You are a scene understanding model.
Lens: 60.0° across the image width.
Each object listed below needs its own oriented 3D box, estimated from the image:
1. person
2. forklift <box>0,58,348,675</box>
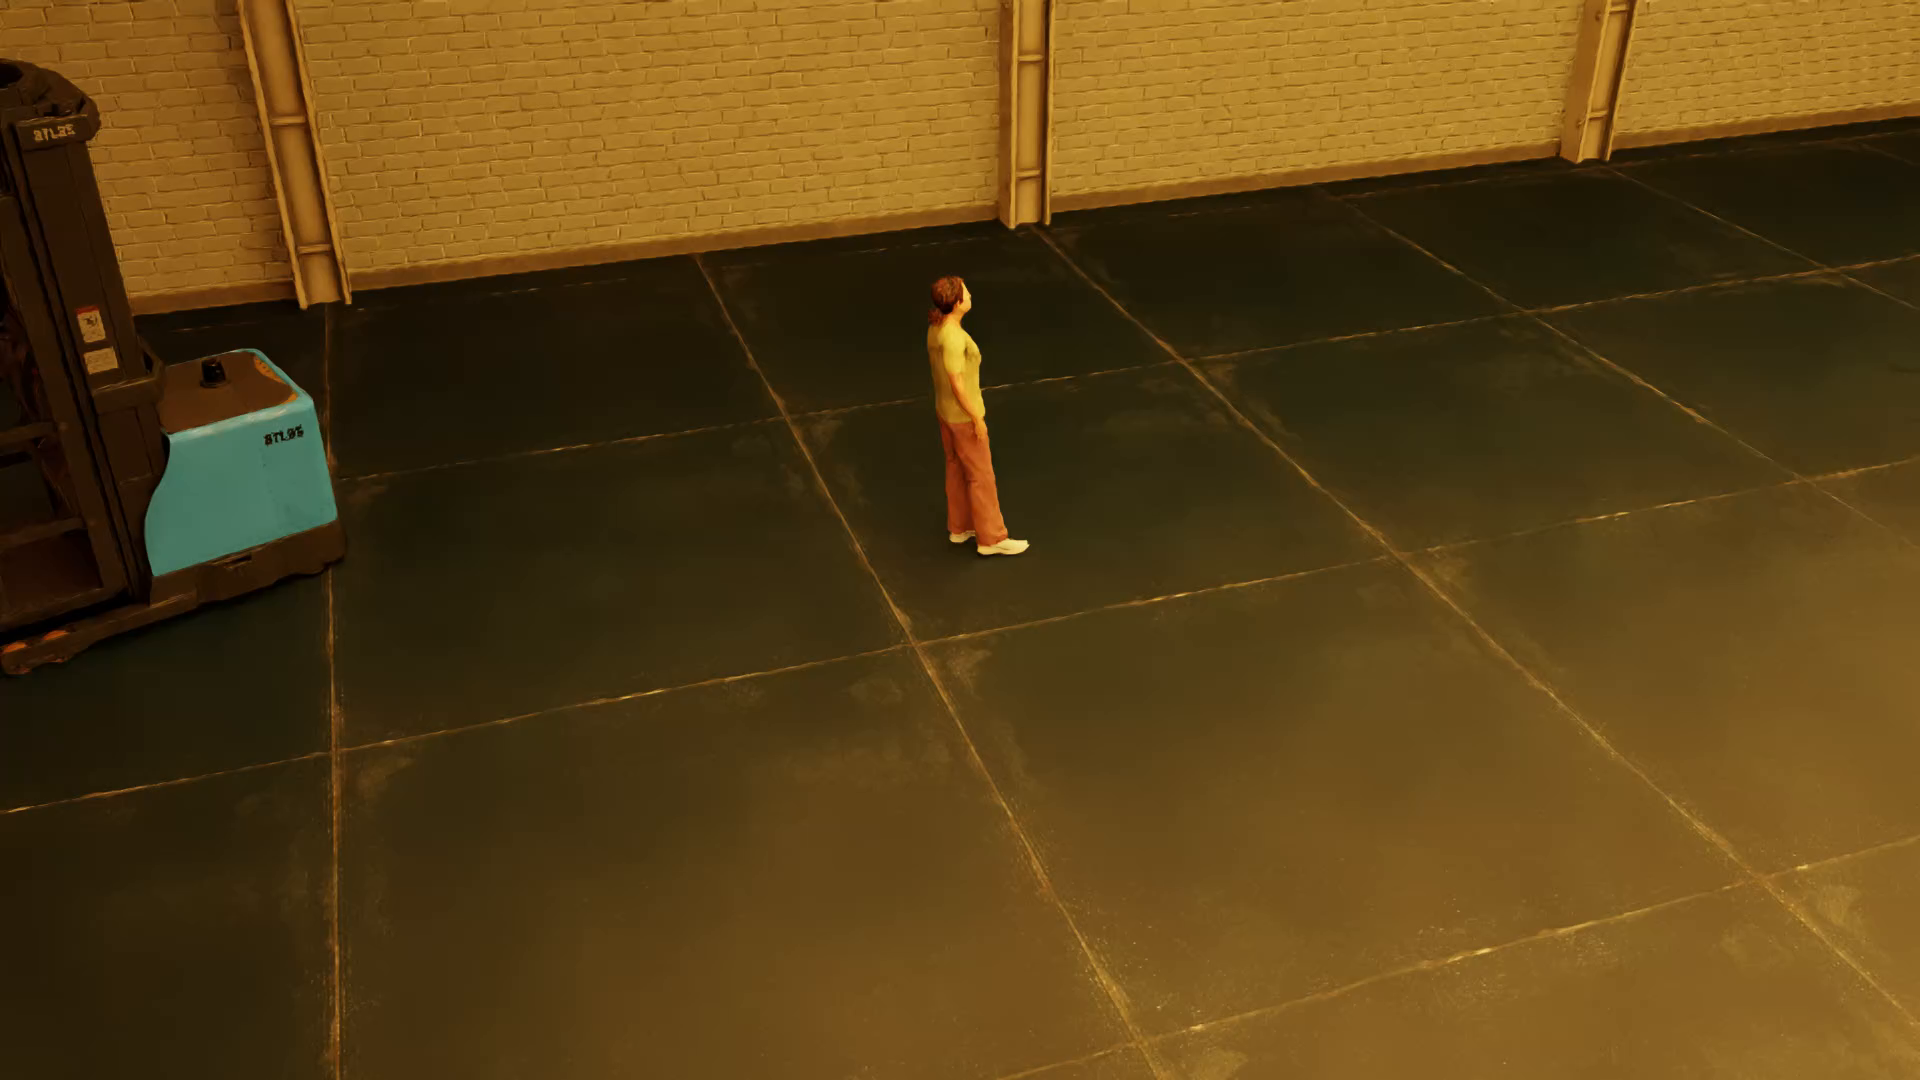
[{"bbox_3d":[0.074,-0.734,9.619,0.548,1.663,0.554,-10,31,-16],"label":"person"},{"bbox_3d":[-5.060,-0.856,8.575,3.031,2.935,1.130,-22,36,-33],"label":"forklift"}]
